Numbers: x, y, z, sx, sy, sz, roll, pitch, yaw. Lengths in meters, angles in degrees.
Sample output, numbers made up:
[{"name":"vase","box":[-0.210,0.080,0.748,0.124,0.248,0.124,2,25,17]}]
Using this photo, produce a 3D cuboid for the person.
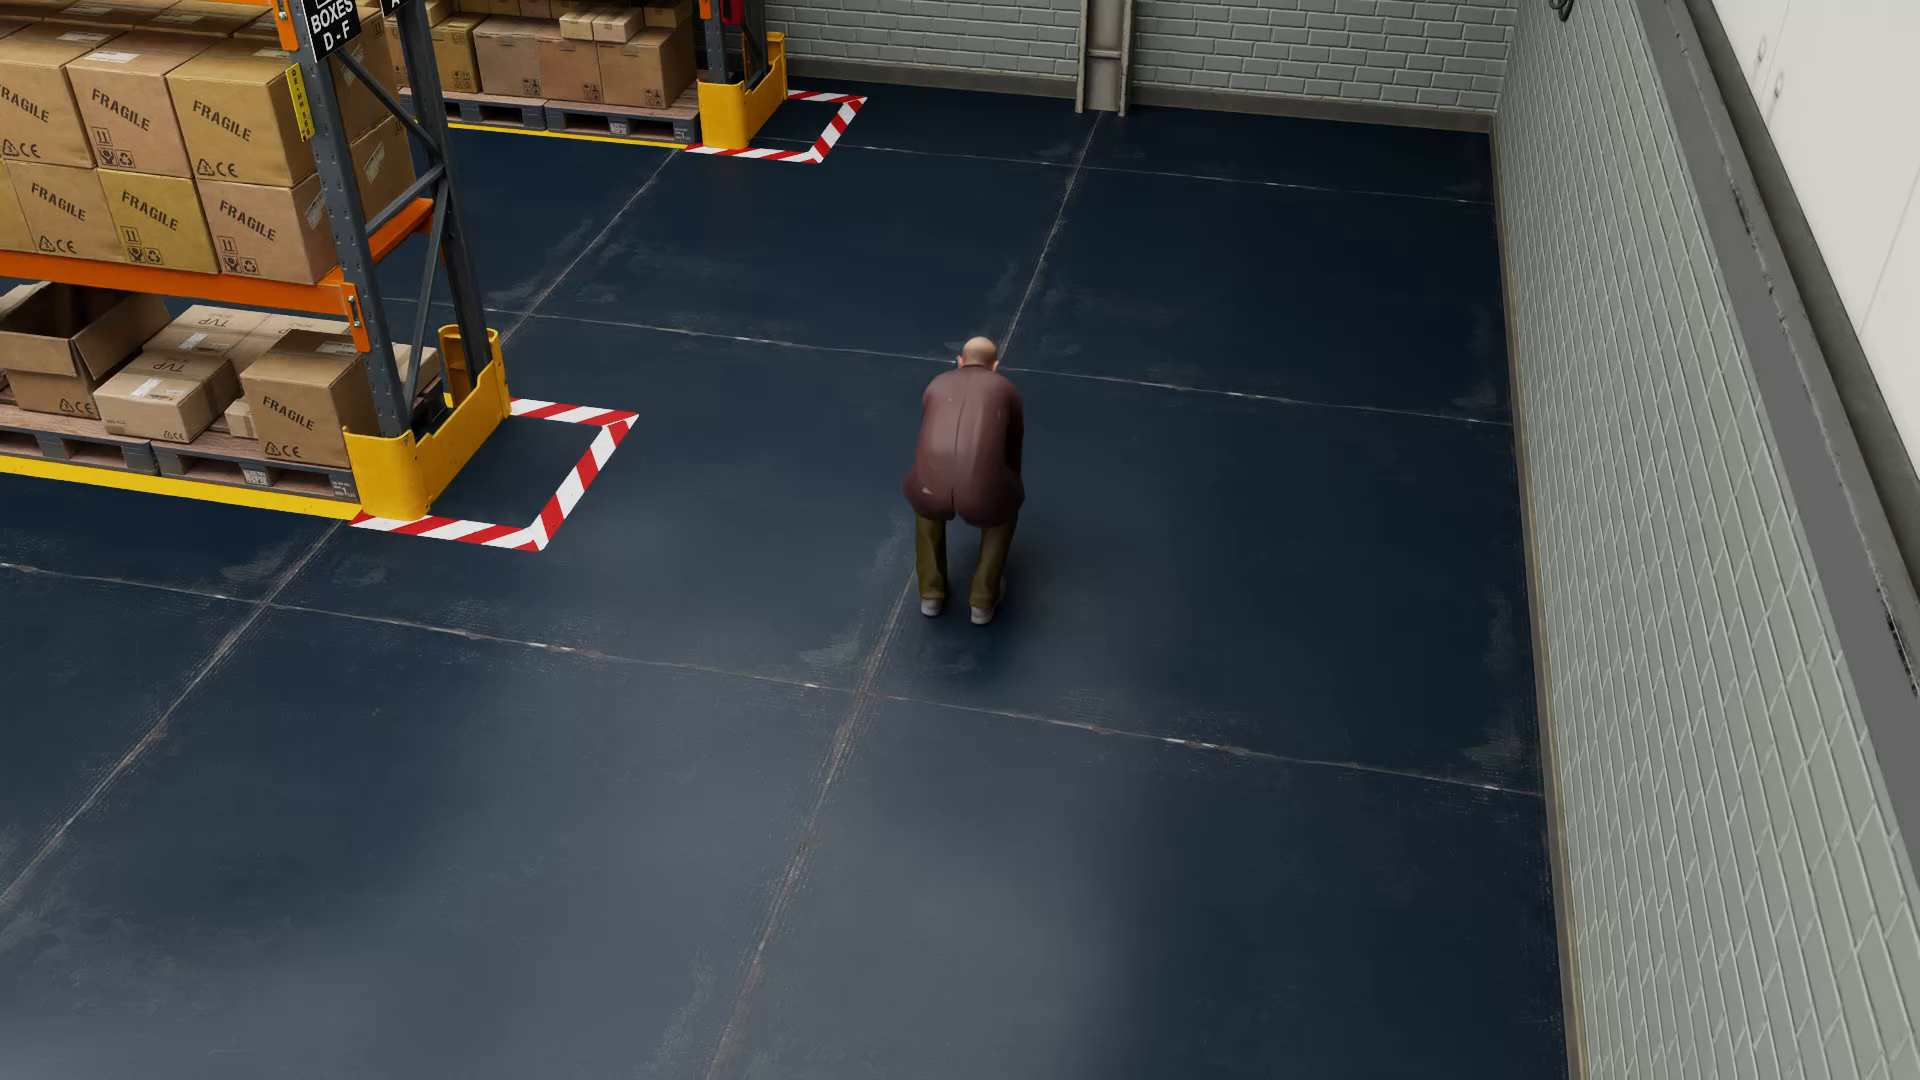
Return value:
[{"name":"person","box":[0.042,-0.265,7.903,0.586,1.117,0.937,6,36,8]}]
